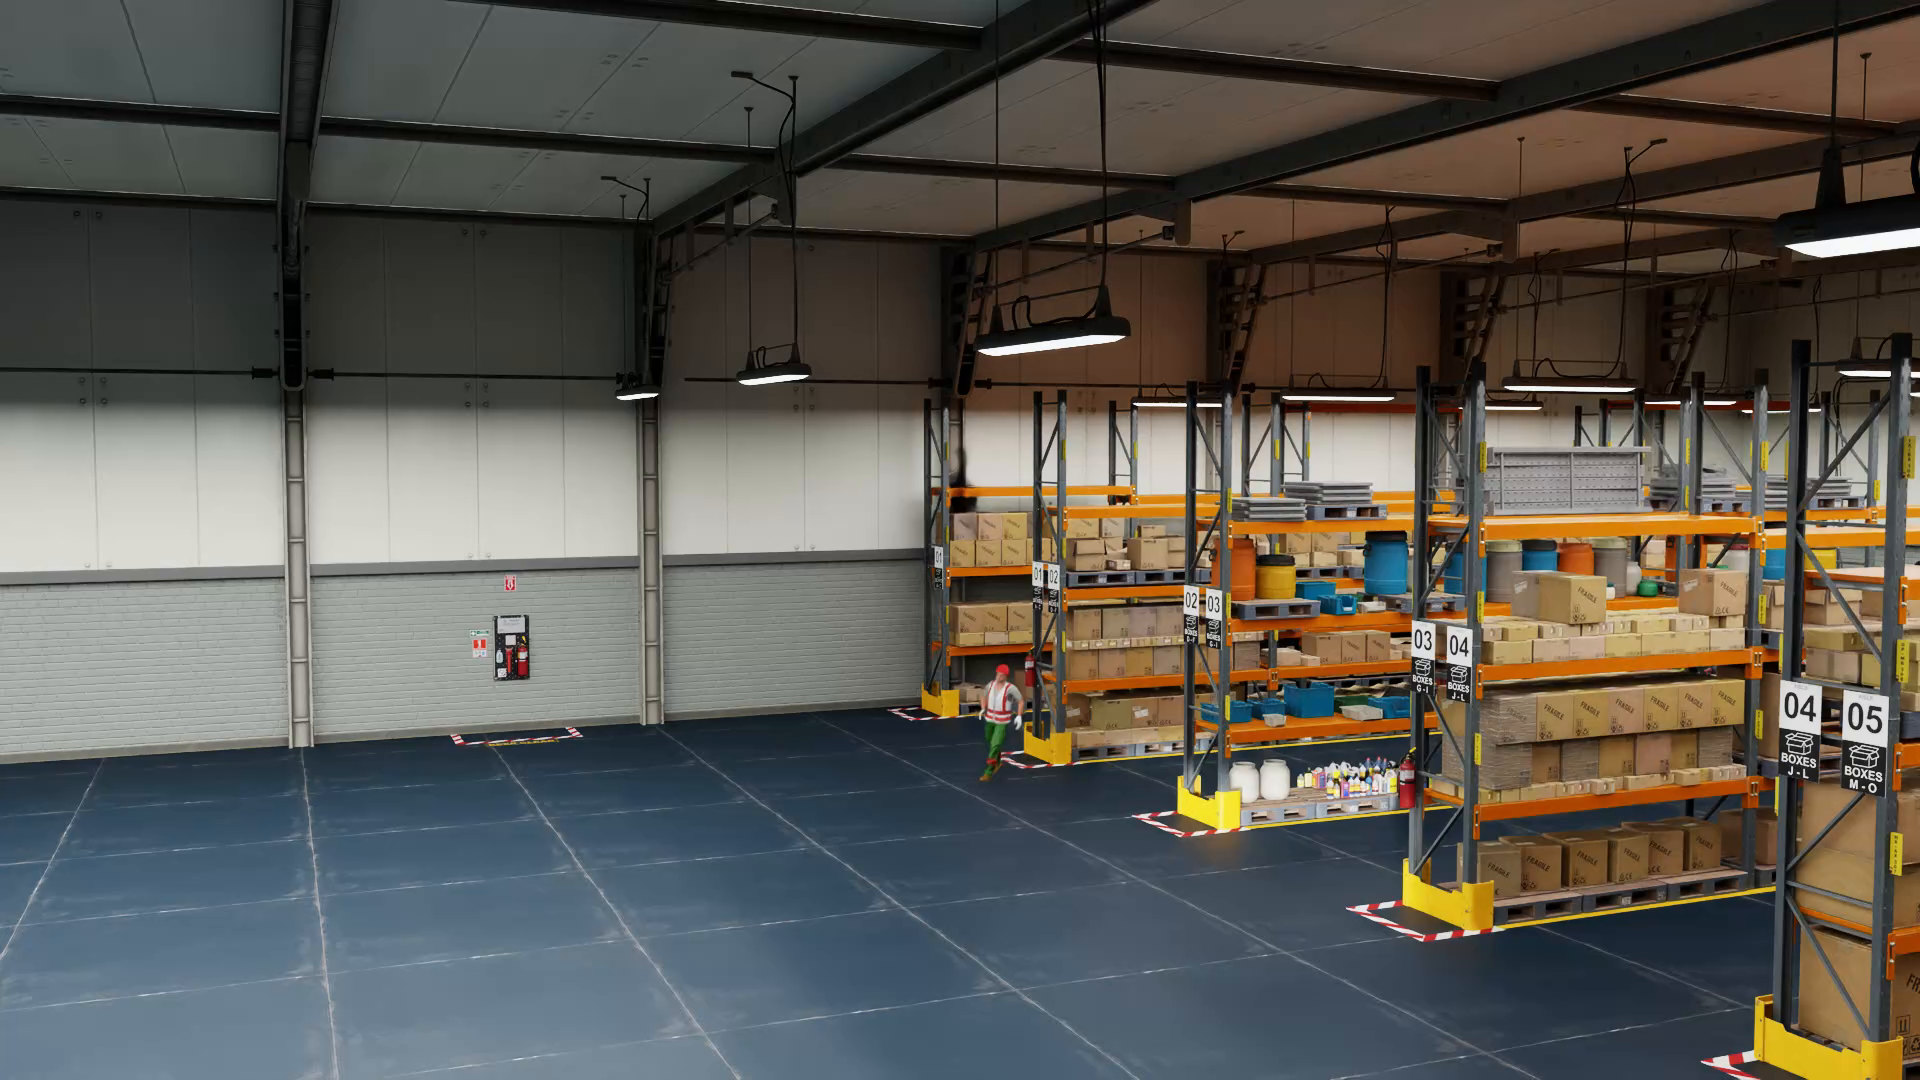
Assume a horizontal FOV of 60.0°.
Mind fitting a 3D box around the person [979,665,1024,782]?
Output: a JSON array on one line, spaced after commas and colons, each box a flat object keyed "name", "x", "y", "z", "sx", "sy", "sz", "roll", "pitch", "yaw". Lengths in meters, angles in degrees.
[{"name": "person", "x": 0.592, "y": 2.756, "z": 25.128, "sx": 0.706, "sy": 1.767, "sz": 1.006, "roll": 2, "pitch": 4, "yaw": 28}]
